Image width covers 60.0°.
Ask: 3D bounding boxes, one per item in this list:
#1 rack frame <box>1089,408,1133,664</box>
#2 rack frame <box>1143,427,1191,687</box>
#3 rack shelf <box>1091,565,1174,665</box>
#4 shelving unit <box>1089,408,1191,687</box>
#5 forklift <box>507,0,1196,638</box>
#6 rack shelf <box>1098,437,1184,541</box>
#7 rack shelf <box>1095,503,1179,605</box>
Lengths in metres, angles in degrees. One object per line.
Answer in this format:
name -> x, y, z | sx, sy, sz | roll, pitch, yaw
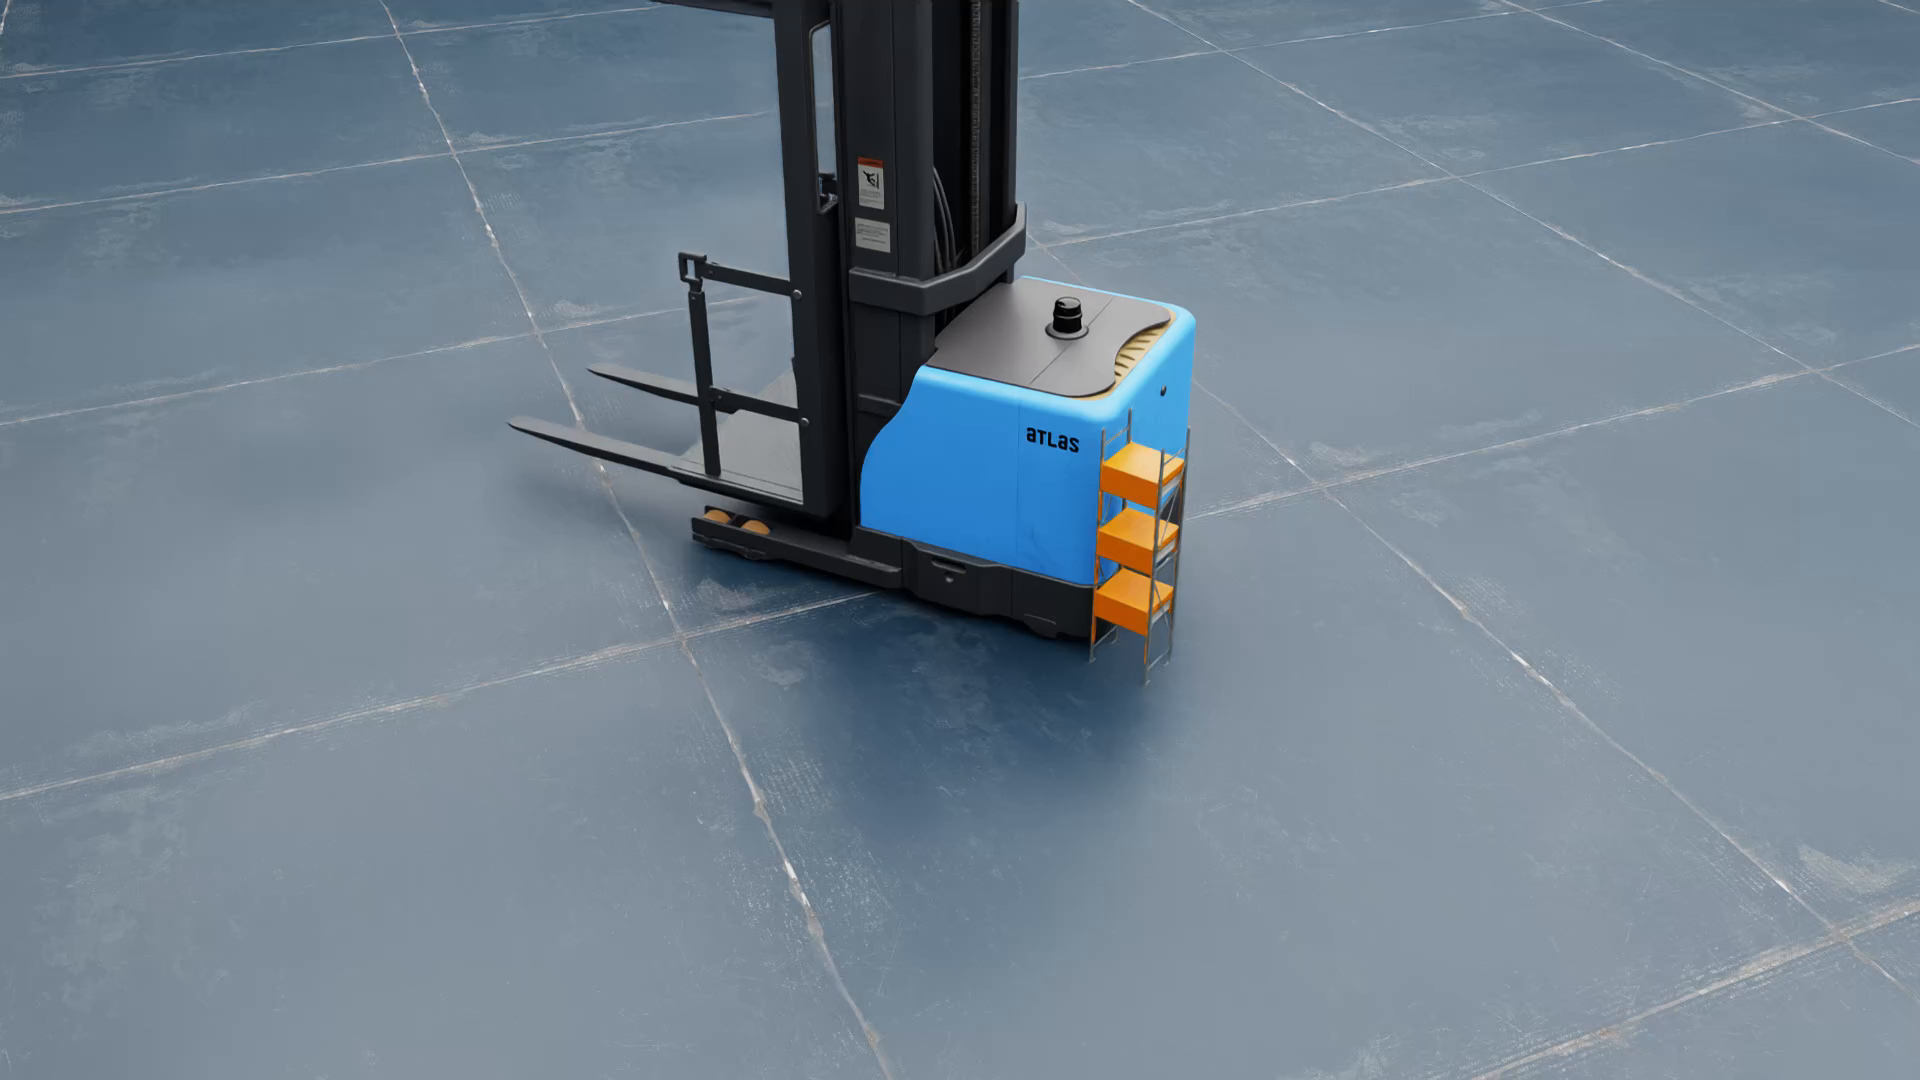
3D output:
rack frame -> 0.568, 0.002, 6.285 | 0.008, 1.050, 0.200 | 22, 39, 30
rack frame -> 0.765, 0.080, 6.164 | 0.008, 1.050, 0.200 | 22, 39, 30
rack shelf -> 0.666, 0.283, 6.382 | 0.240, 0.259, 0.215 | 22, 39, 30
shelving unit -> 0.666, 0.041, 6.225 | 0.252, 1.050, 0.215 | 22, 39, 30
forklift -> -0.587, -1.385, 6.691 | 3.031, 2.935, 1.130 | 15, 36, 22
rack shelf -> 0.666, -0.188, 6.076 | 0.240, 0.259, 0.215 | 22, 39, 30
rack shelf -> 0.666, 0.050, 6.230 | 0.240, 0.259, 0.215 | 22, 39, 30
